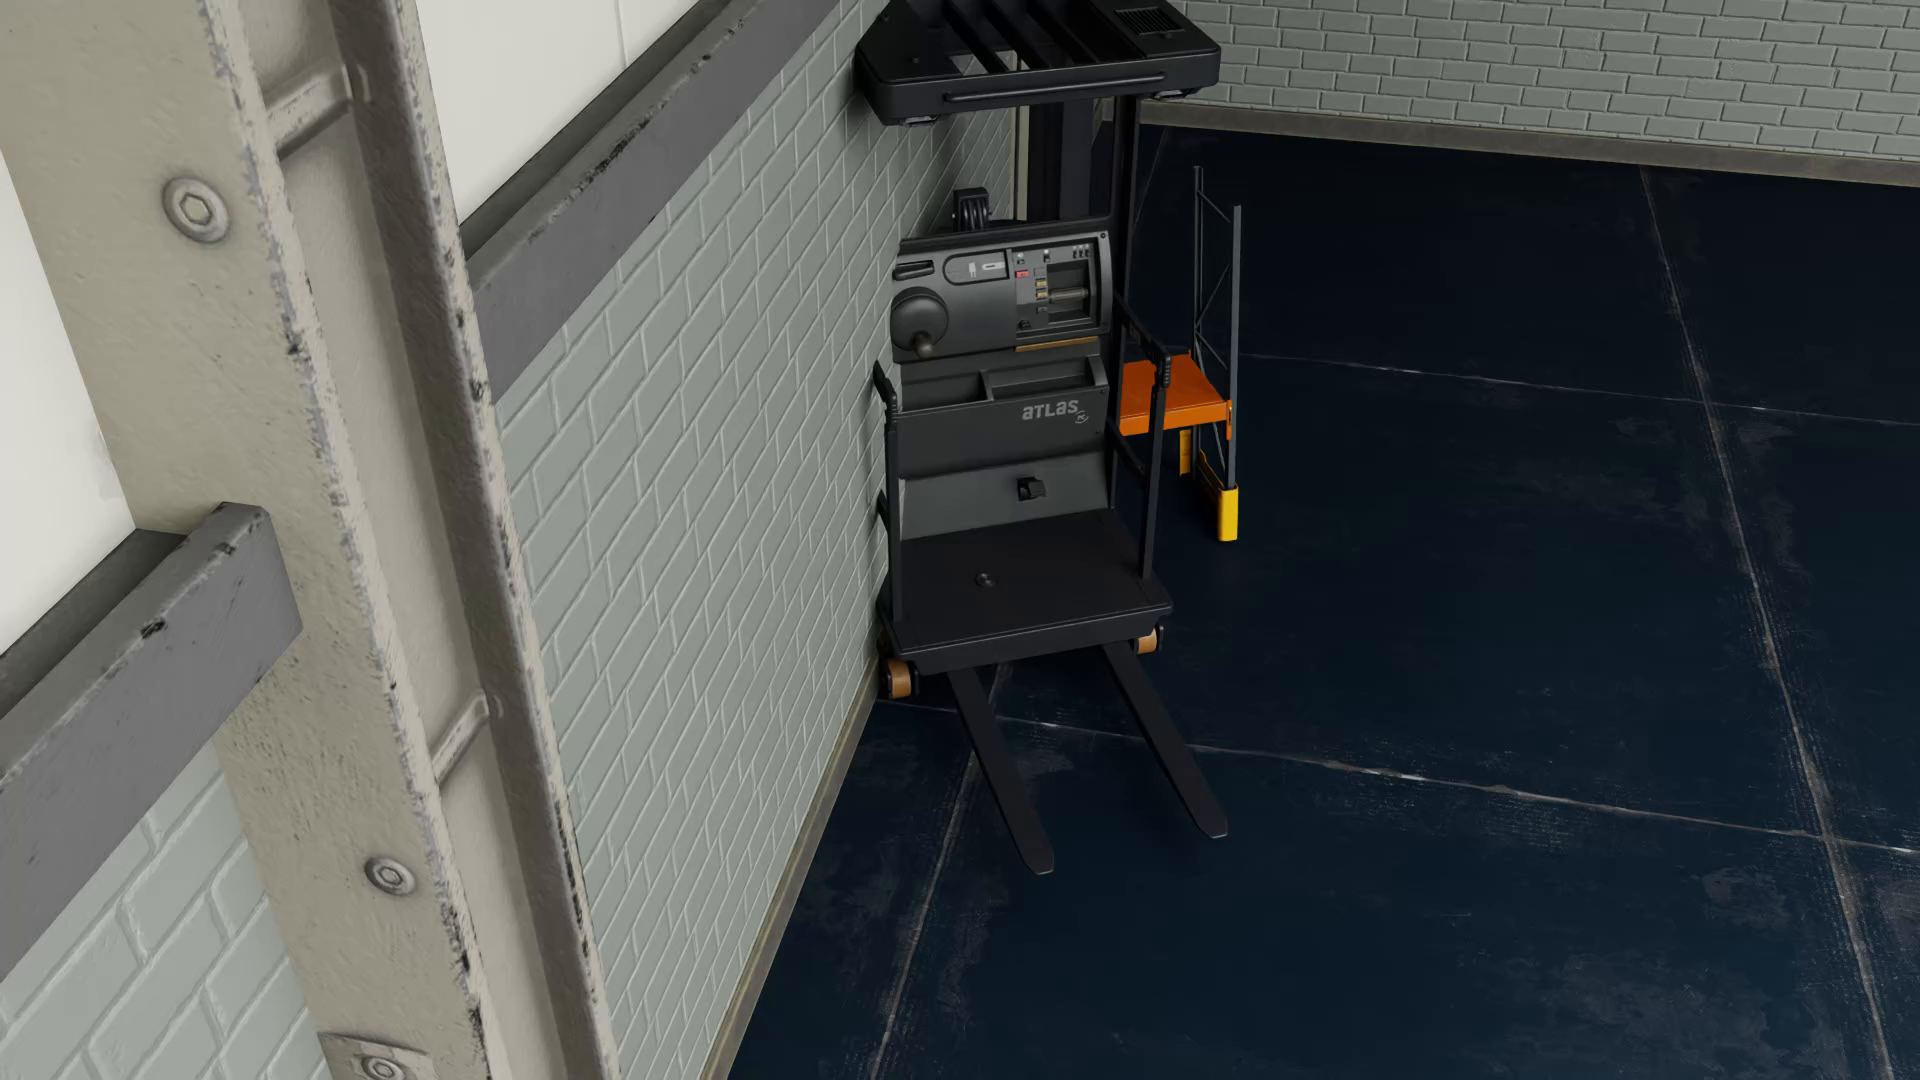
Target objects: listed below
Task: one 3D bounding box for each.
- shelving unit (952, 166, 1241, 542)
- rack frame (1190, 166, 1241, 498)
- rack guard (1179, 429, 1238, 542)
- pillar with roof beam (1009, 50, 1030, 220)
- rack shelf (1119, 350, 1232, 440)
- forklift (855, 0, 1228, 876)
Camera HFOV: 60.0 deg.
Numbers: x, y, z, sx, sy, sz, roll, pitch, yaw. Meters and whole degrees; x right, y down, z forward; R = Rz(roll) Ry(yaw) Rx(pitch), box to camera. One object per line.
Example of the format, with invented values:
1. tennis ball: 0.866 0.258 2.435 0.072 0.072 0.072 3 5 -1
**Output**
1. shelving unit: 0.572 -0.700 6.988 1.083 1.500 0.587 -9 32 -8
2. rack frame: 1.077 -0.784 7.061 0.032 1.500 0.500 -9 32 -8
3. rack guard: 1.099 -0.250 7.385 0.087 0.250 0.587 -9 32 -8
4. pillar with roof beam: 4.634 -4.195 5.370 9.100 9.000 0.400 7 37 10
5. rack shelf: 0.592 -0.549 7.083 1.000 0.185 0.538 -9 32 -8
6. forklift: 0.166 -0.832 5.900 1.130 2.935 3.031 -9 37 -12
